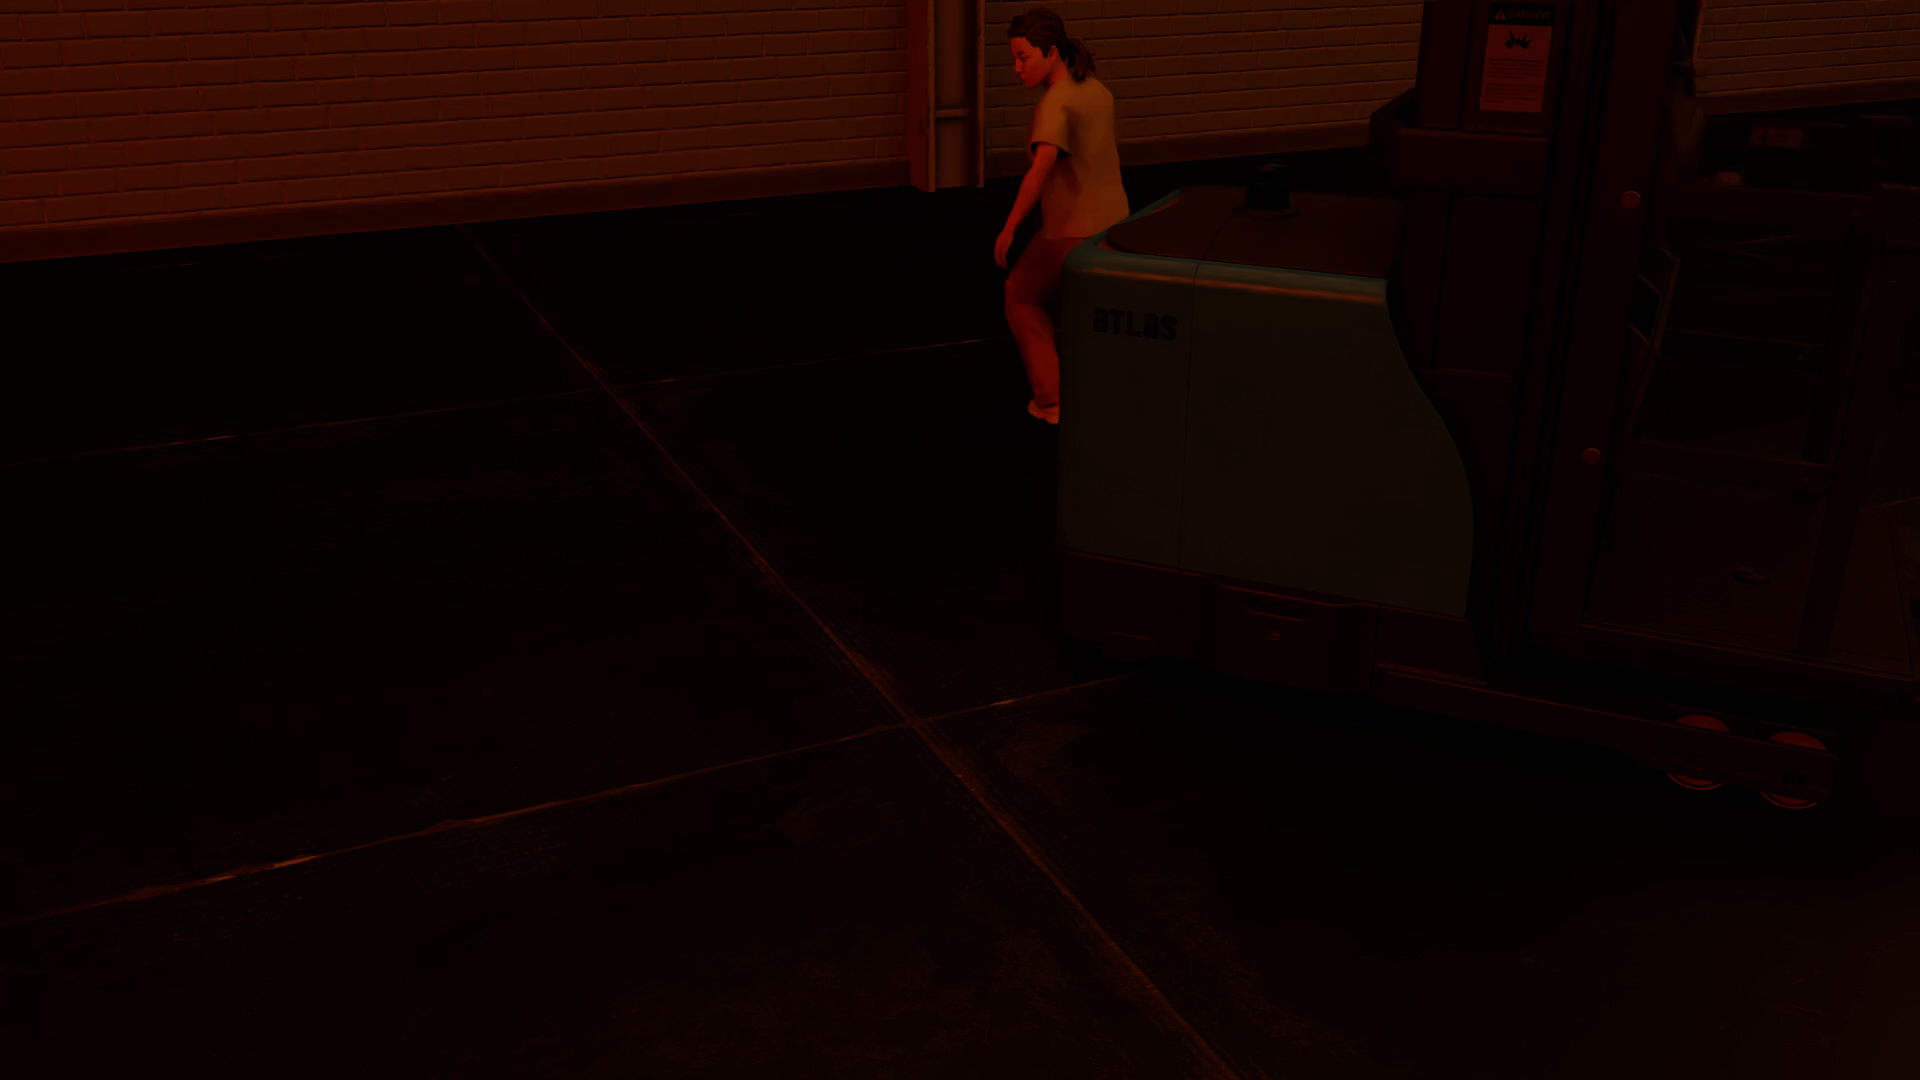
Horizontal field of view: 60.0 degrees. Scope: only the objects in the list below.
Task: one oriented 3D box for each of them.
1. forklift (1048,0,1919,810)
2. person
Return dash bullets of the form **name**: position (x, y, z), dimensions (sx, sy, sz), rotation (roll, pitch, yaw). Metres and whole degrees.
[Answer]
- **forklift**: position (1.795, -0.991, 3.671), dimensions (3.031, 2.935, 1.130), rotation (10, 25, 23)
- **person**: position (0.425, -1.121, 5.926), dimensions (0.740, 1.472, 0.631), rotation (-18, 29, -37)
